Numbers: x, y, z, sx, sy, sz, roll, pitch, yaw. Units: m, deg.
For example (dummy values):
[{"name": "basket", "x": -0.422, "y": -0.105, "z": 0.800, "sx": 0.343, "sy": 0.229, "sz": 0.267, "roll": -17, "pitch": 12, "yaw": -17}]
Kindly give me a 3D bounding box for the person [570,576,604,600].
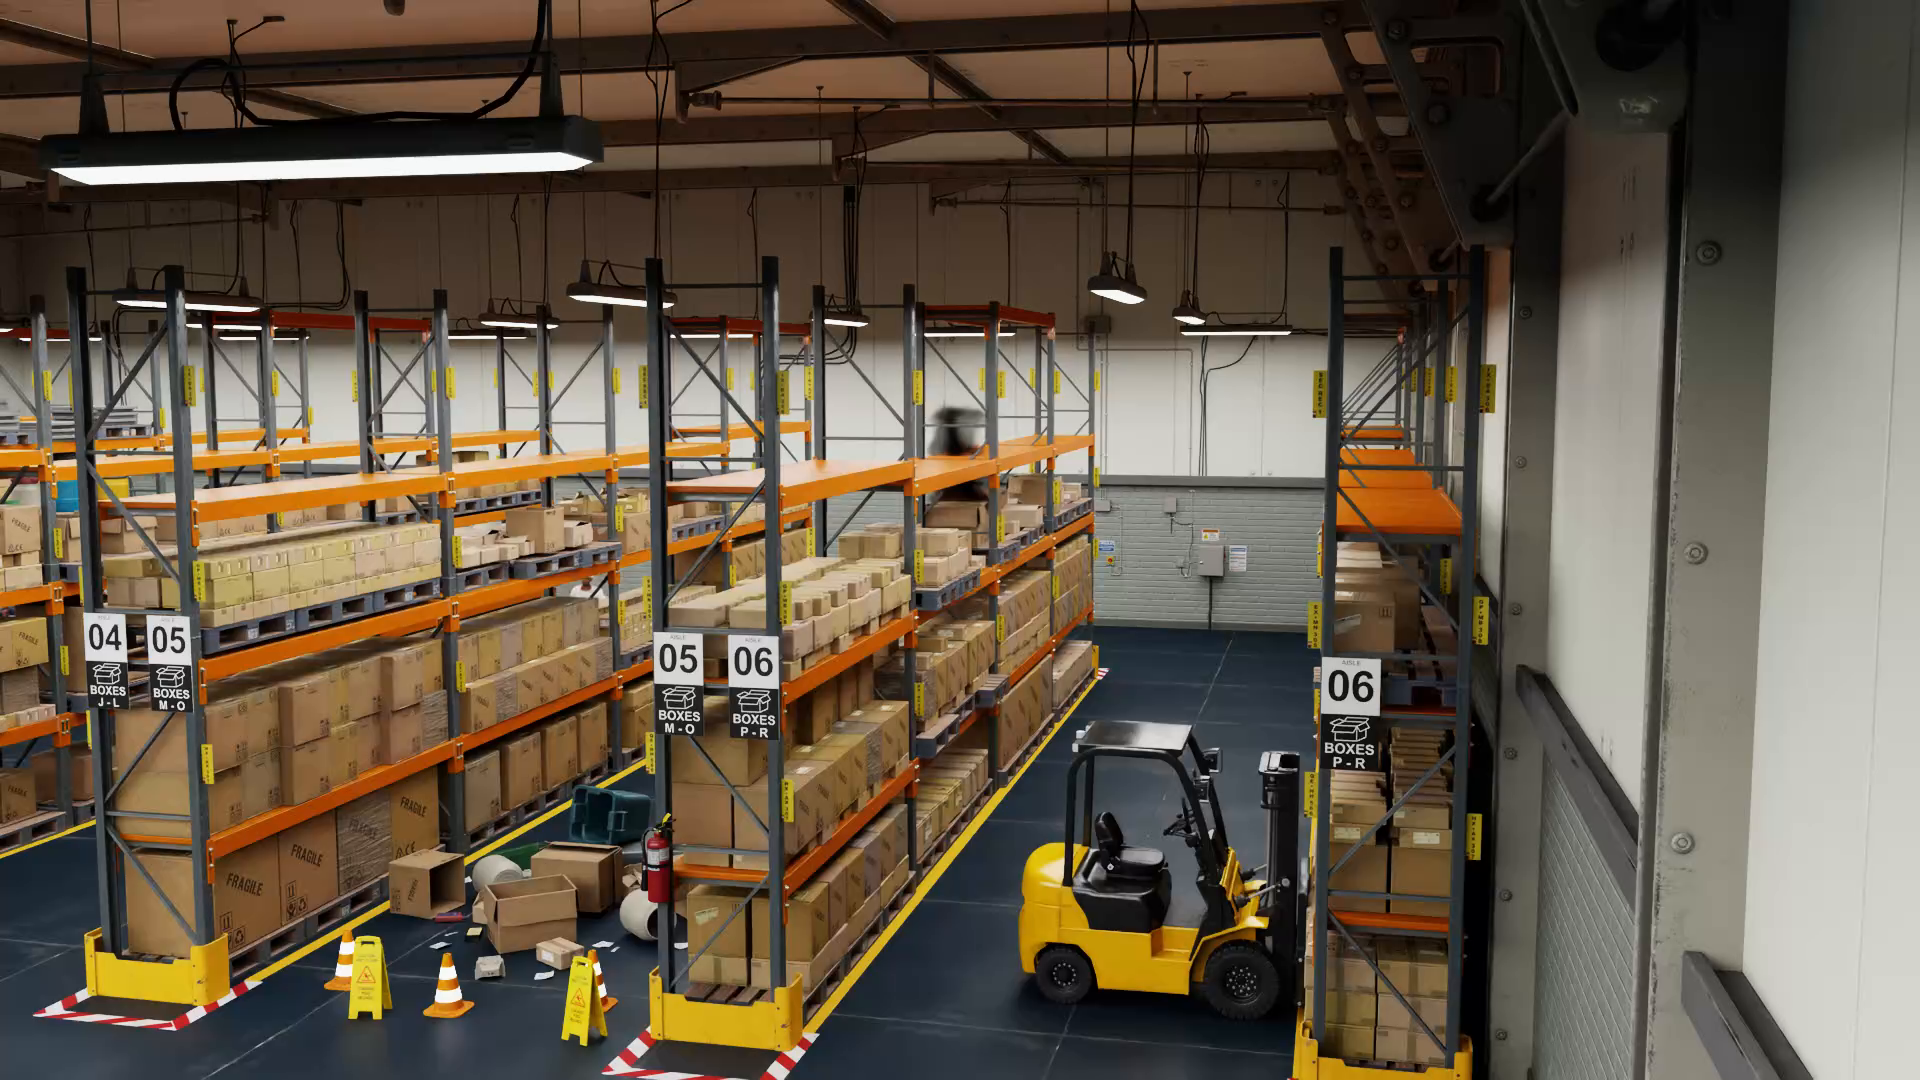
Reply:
[{"name": "person", "x": -6.437, "y": 1.405, "z": 28.554, "sx": 0.690, "sy": 1.789, "sz": 0.711, "roll": 0, "pitch": 6, "yaw": 3}]
